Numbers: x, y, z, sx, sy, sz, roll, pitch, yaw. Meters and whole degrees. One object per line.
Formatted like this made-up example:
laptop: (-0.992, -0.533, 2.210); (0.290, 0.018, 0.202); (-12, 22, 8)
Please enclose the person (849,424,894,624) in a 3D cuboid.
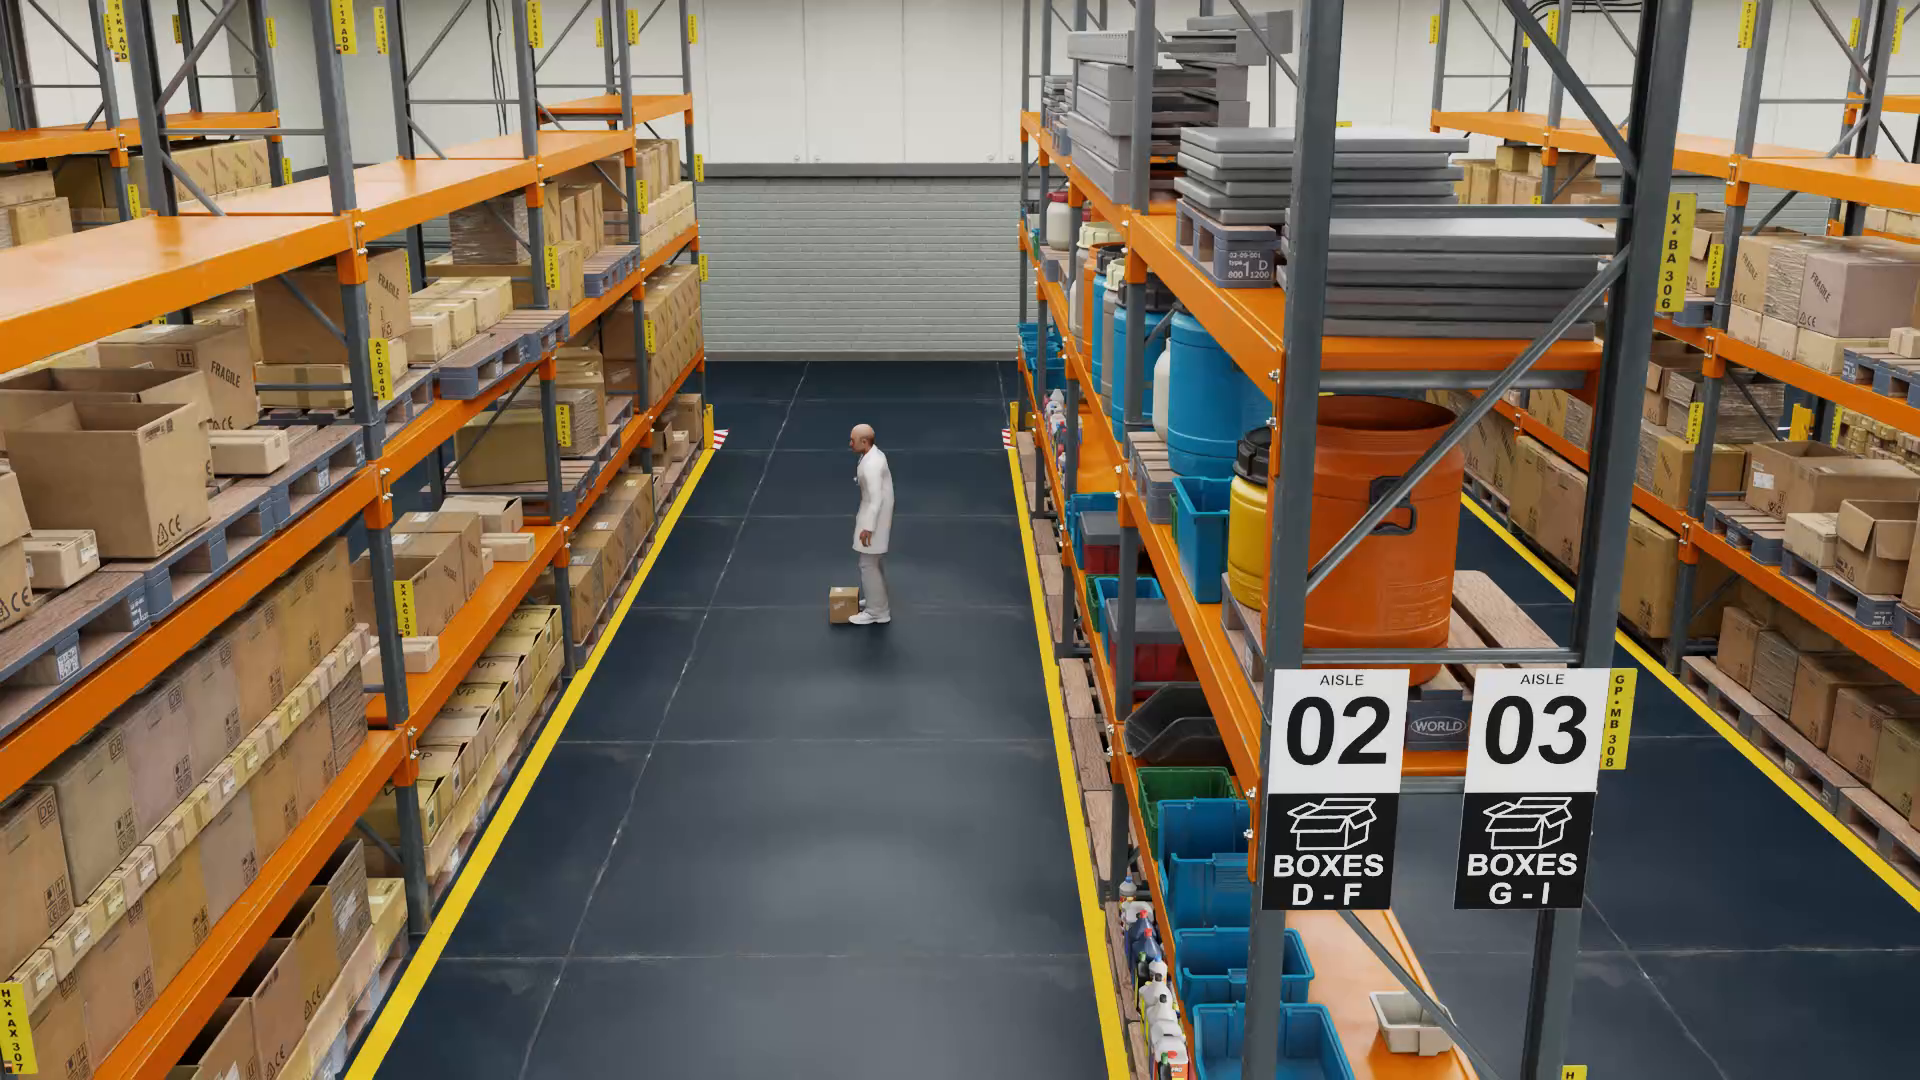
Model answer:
person: (-0.782, -0.153, 14.575); (0.415, 1.774, 0.655); (-1, 17, -2)
